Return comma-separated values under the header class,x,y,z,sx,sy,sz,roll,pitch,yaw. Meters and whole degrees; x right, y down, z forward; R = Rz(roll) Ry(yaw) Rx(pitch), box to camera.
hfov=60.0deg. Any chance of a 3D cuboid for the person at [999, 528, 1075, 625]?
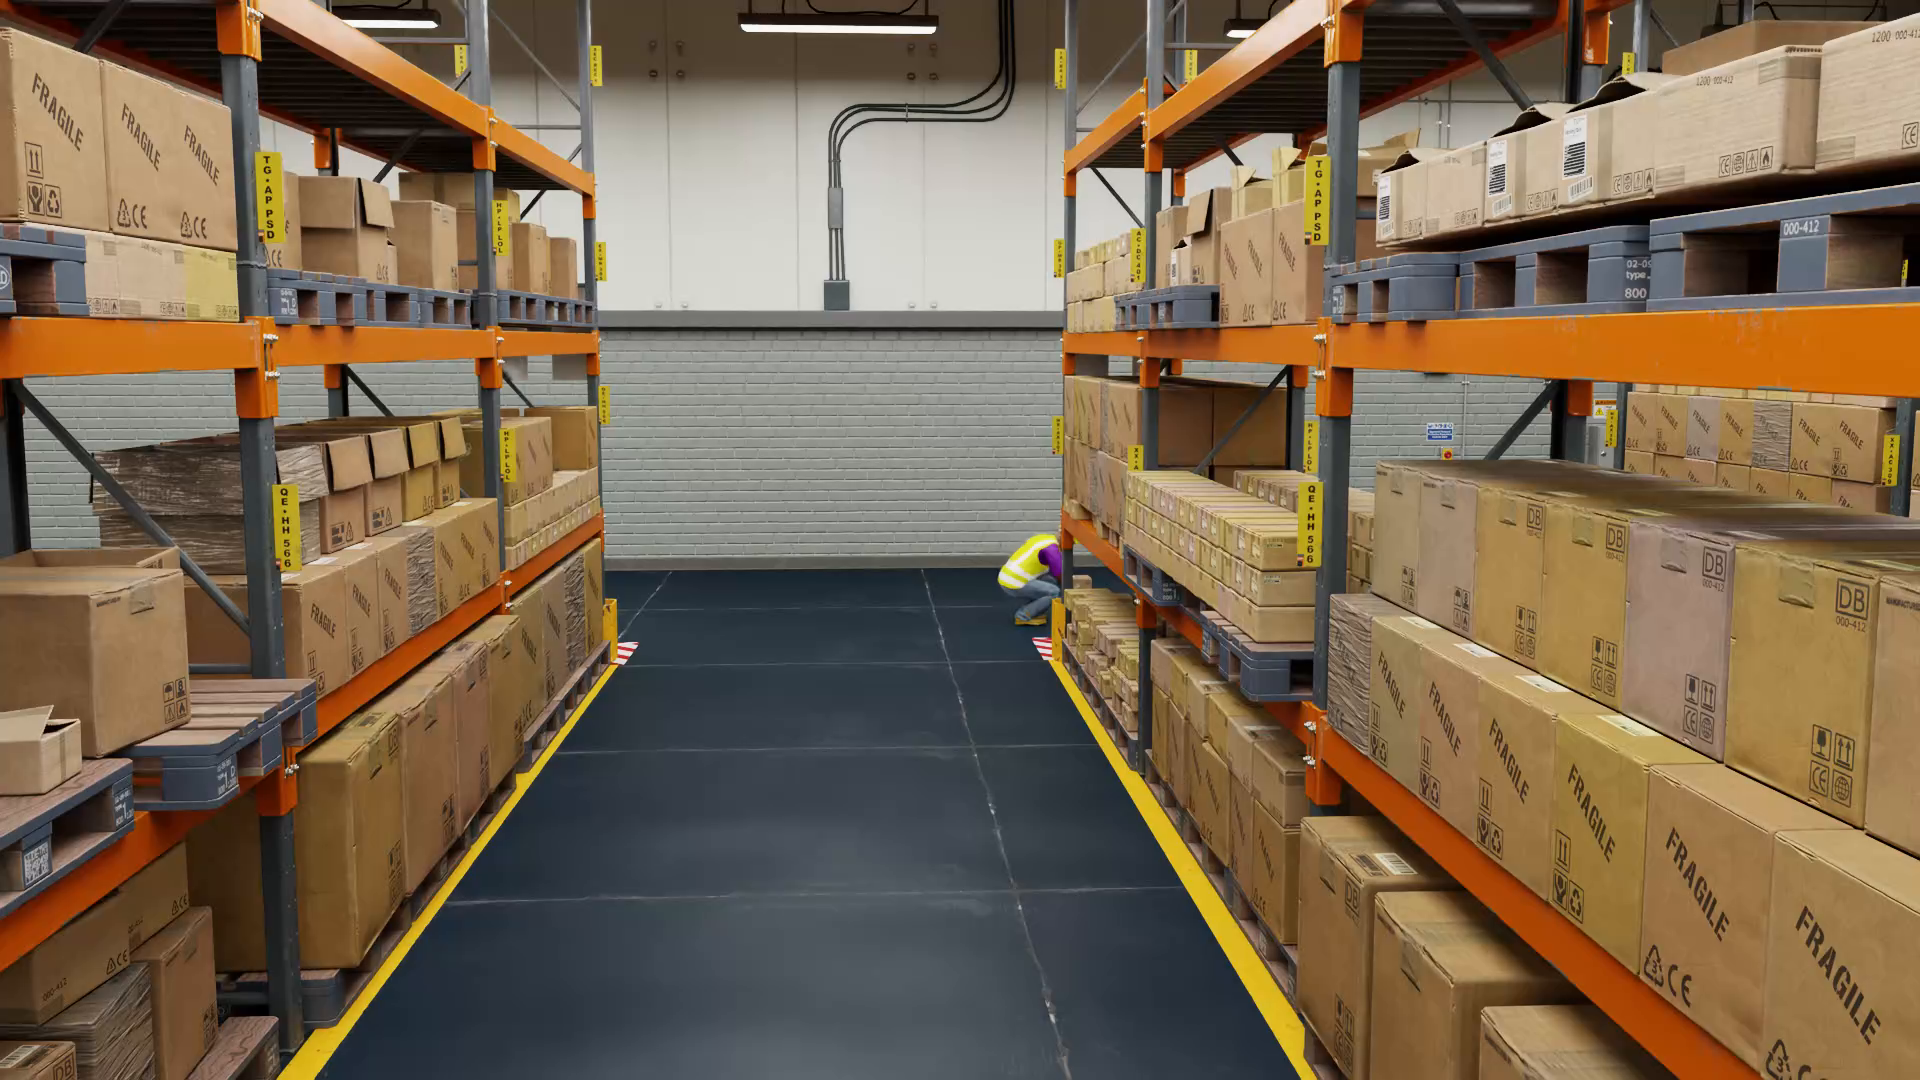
class,x,y,z,sx,sy,sz,roll,pitch,yaw
person,0.817,0.334,16.250,0.874,0.967,0.585,0,7,-4
